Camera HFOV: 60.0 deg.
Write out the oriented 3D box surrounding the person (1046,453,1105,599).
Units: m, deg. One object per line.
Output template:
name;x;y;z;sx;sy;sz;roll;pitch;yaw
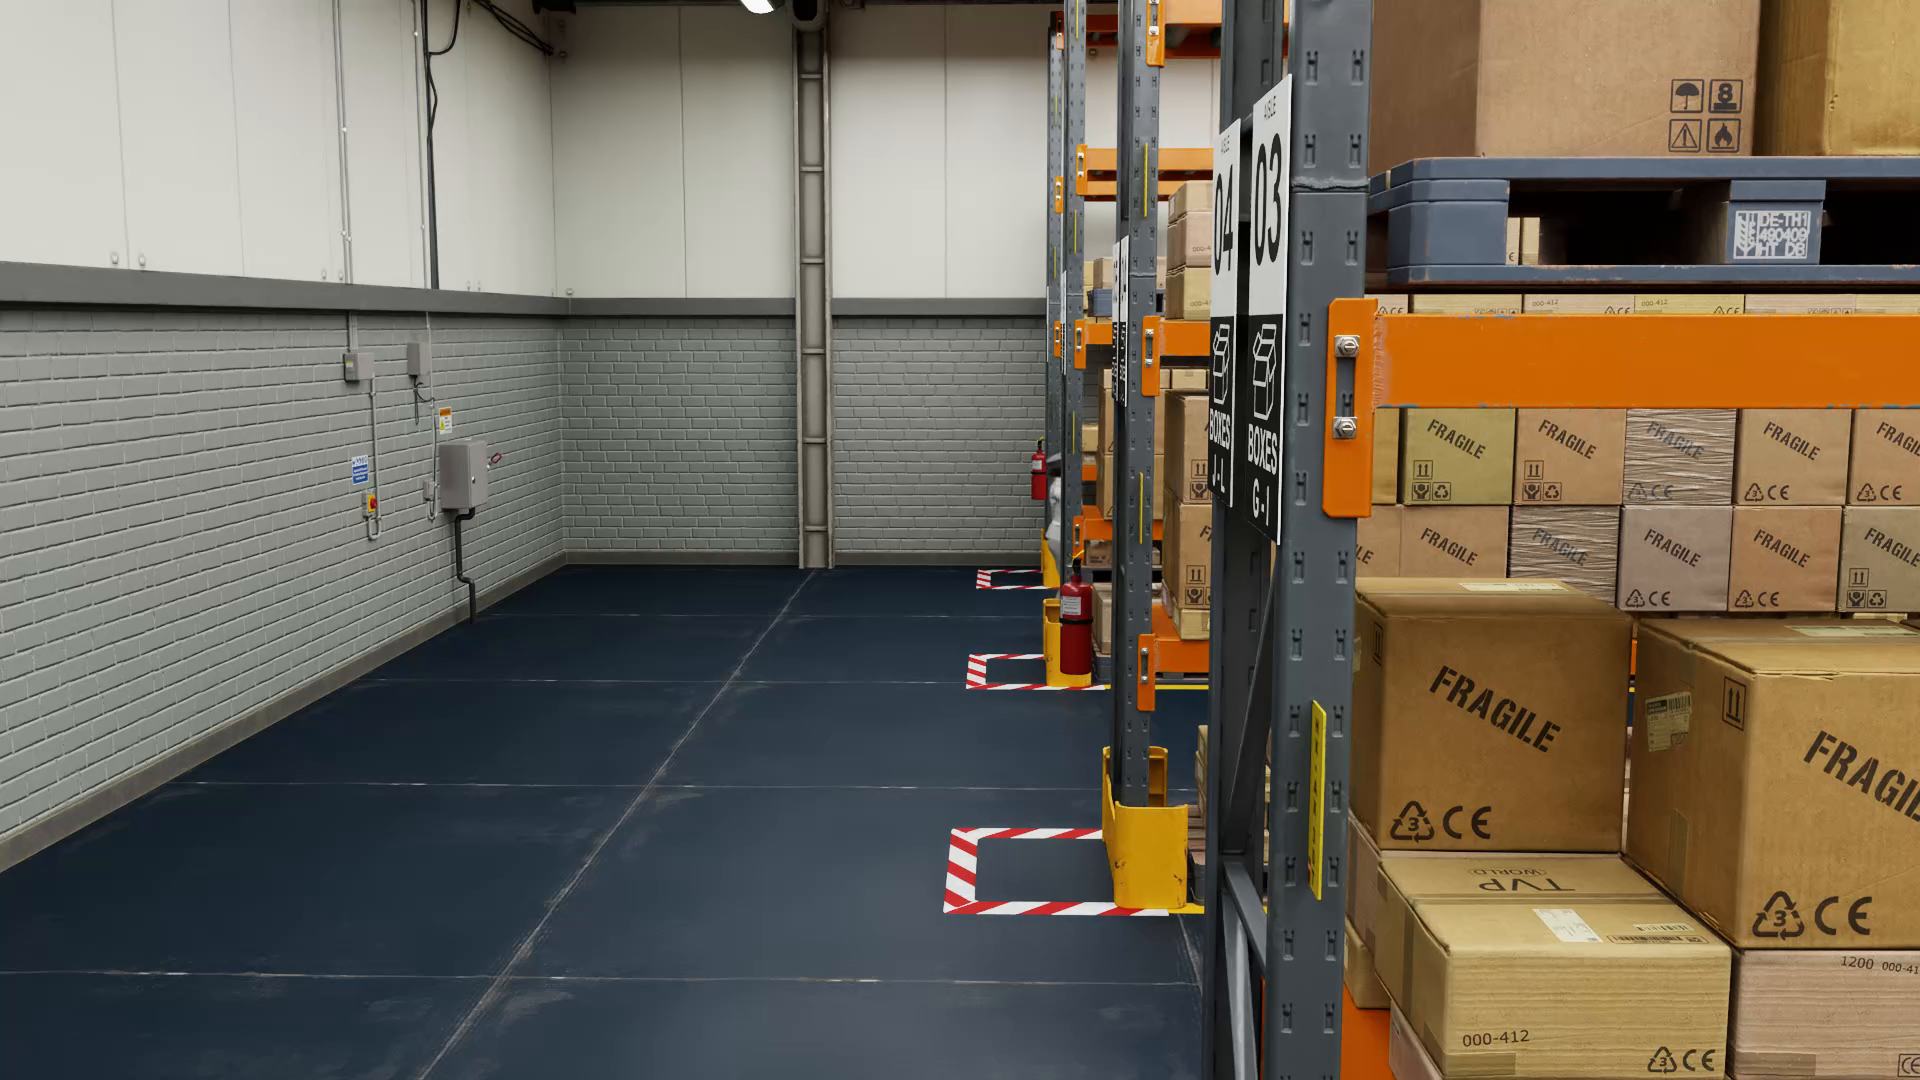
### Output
person;1.027;0.035;14.923;0.525;1.691;0.435;0;7;1
